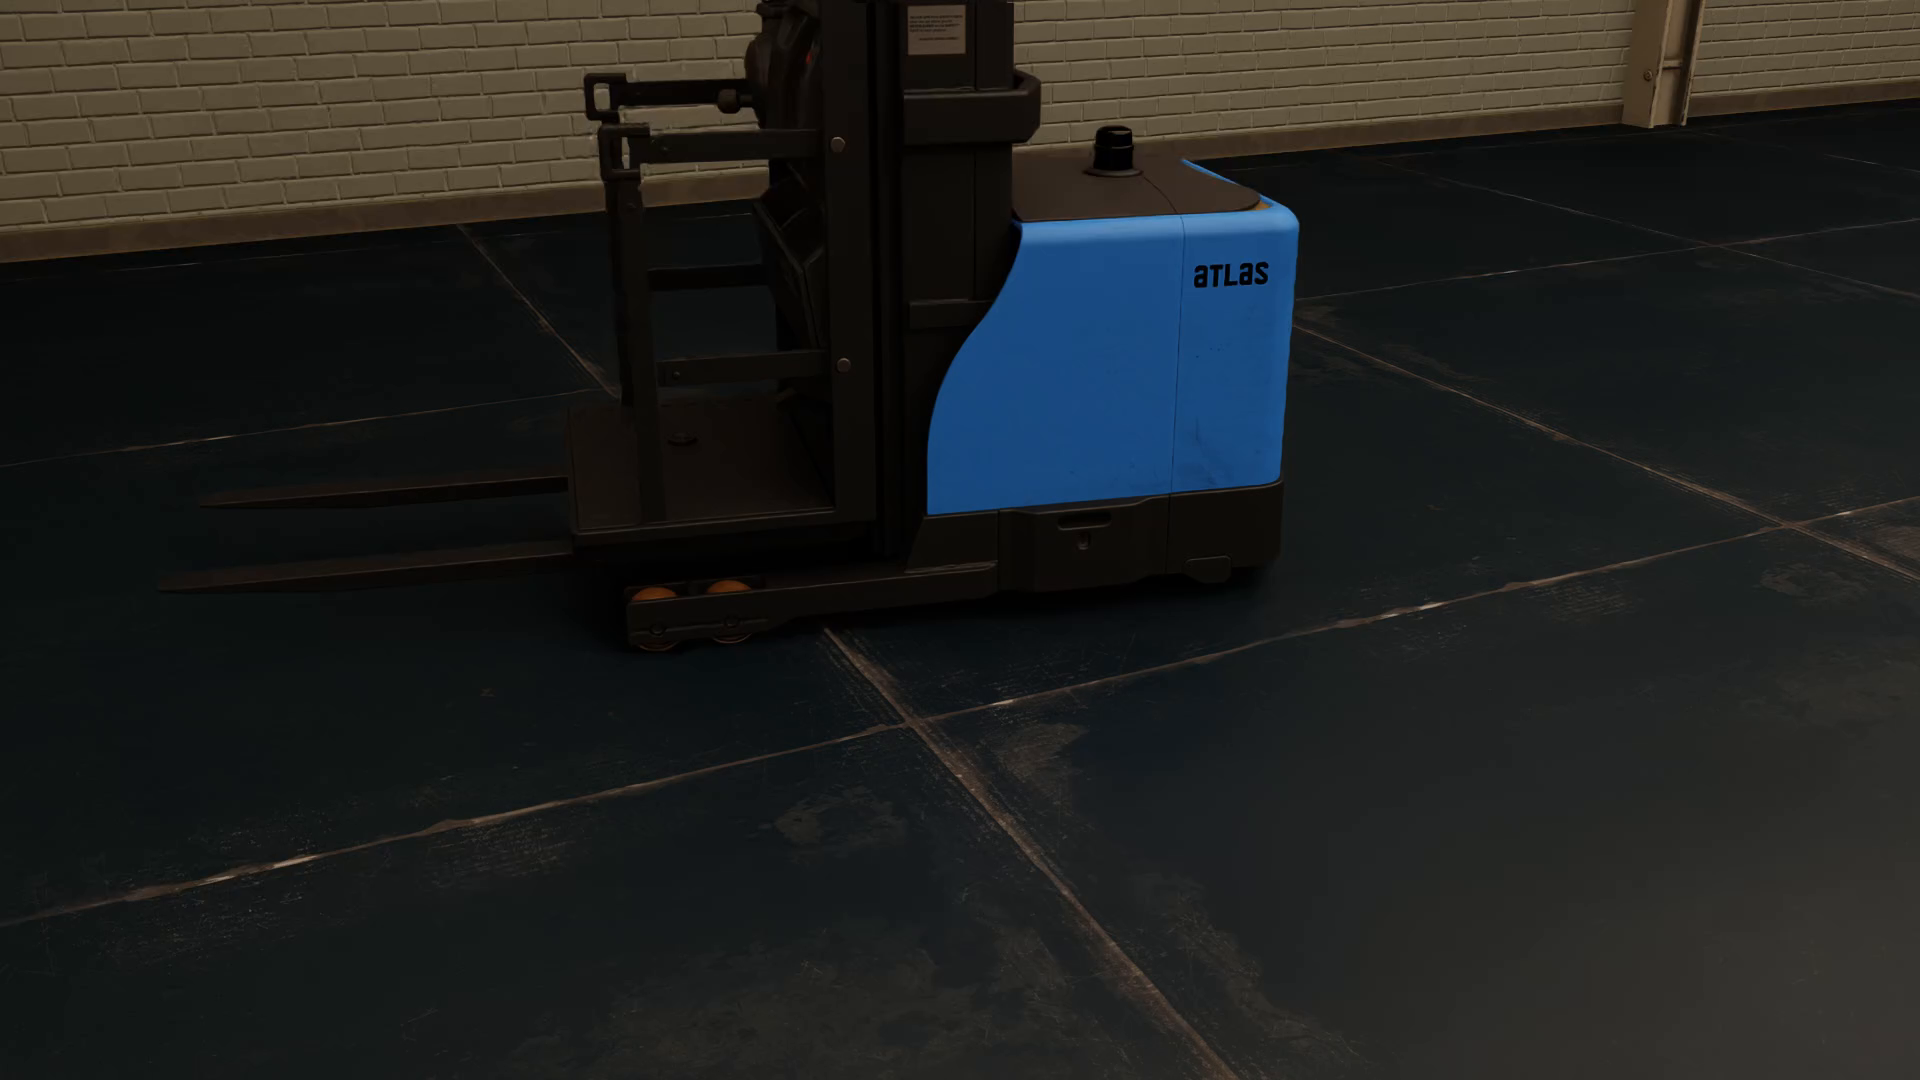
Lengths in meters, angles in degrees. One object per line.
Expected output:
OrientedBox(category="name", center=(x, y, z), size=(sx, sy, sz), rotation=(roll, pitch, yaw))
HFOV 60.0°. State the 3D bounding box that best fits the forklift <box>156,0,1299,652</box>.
OrientedBox(category="forklift", center=(-0.649, -1.282, 4.371), size=(3.031, 2.935, 1.130), rotation=(-5, 23, -13))
